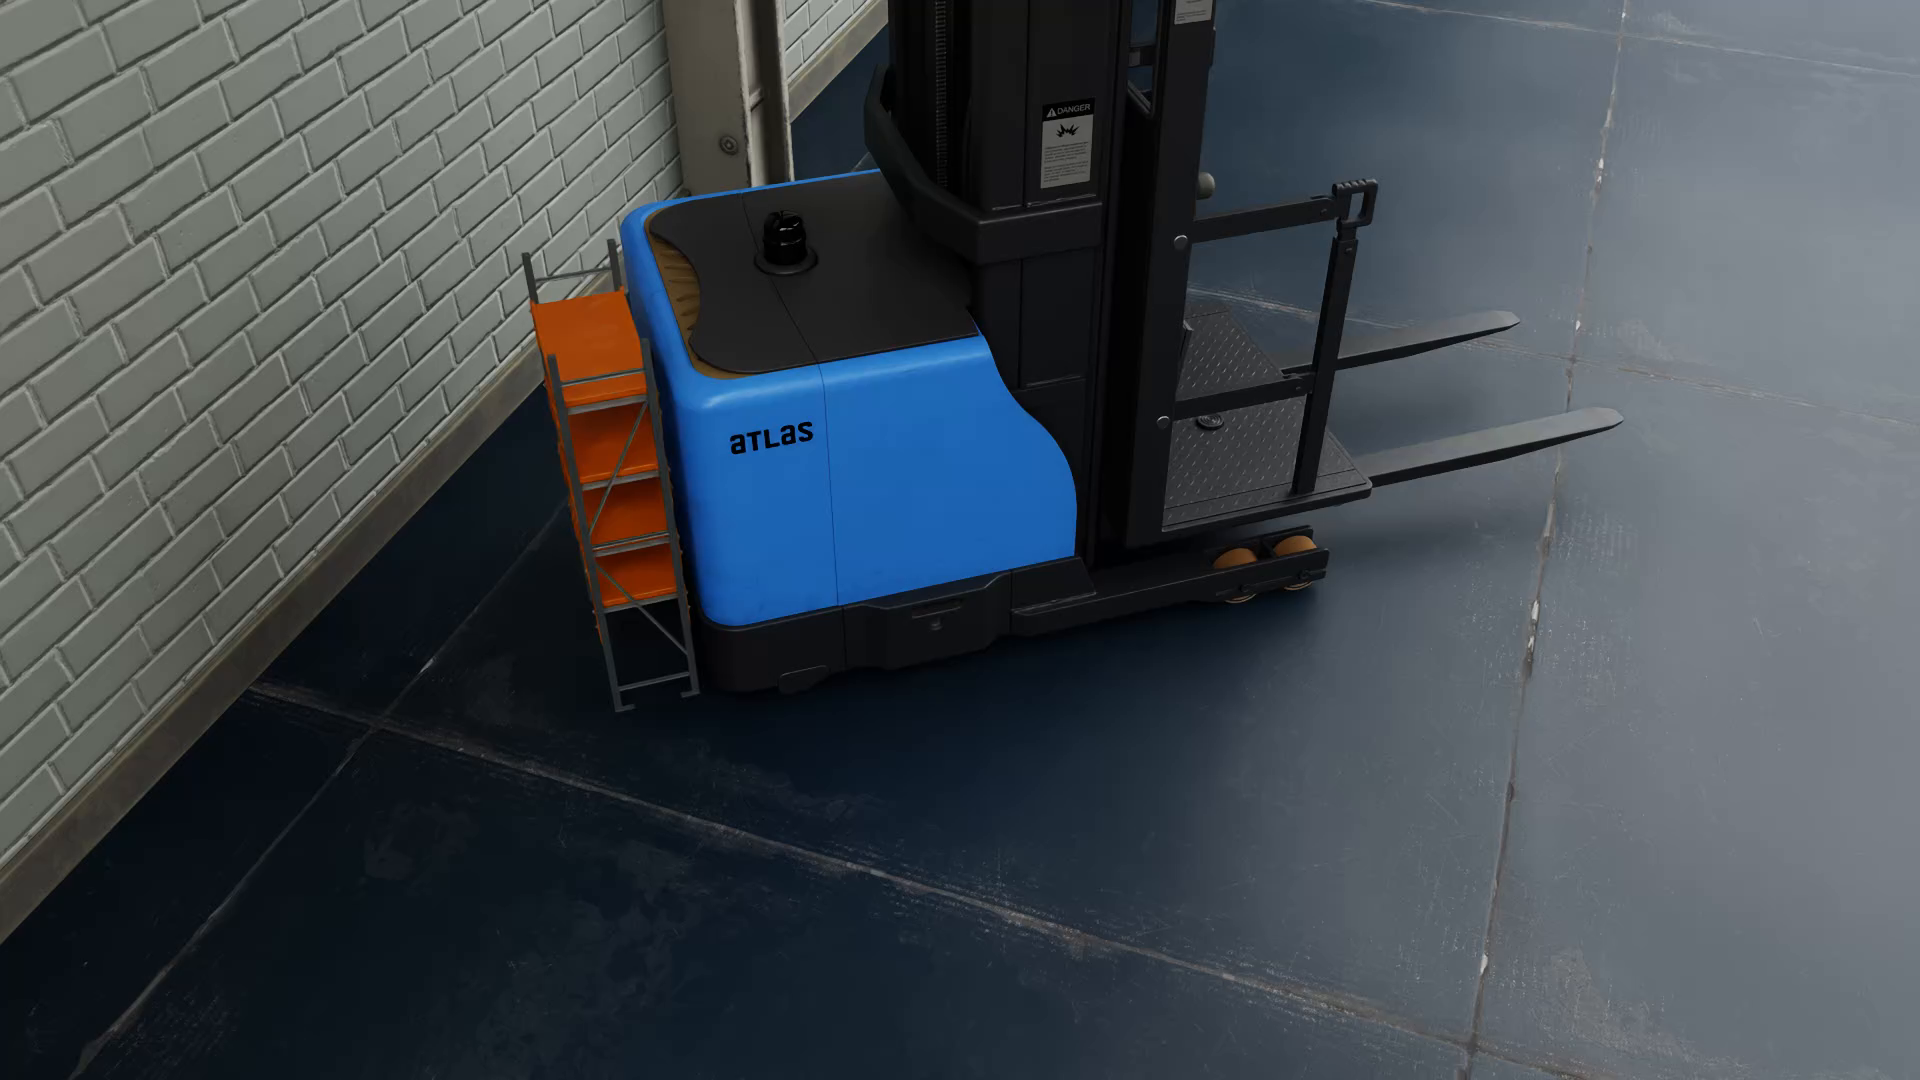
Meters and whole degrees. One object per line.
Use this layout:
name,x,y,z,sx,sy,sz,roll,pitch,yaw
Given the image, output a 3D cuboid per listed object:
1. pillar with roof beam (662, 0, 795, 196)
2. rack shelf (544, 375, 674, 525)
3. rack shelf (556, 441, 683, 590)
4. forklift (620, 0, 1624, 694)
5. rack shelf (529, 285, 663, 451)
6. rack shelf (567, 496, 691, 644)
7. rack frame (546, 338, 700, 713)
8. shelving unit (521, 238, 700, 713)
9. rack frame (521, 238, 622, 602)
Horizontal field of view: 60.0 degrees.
pillar with roof beam,3.145,-3.851,2.830,9.100,9.000,0.400,13,42,15
rack shelf,-0.933,-0.267,4.398,0.258,0.148,0.480,-12,42,-14
rack shelf,-0.933,-0.097,4.543,0.258,0.148,0.480,-12,42,-14
forklift,0.601,-1.240,4.445,3.031,2.935,1.130,-12,42,-13
rack shelf,-0.933,-0.447,4.244,0.258,0.148,0.480,-12,42,-14
rack shelf,-0.933,0.054,4.672,0.258,0.148,0.480,-12,42,-14
rack frame,-0.856,0.002,4.323,0.240,1.200,0.015,-12,42,-14
shelving unit,-0.933,-0.148,4.499,0.258,1.200,0.503,-12,42,-14
rack frame,-1.009,-0.299,4.676,0.240,1.200,0.015,-12,42,-14
